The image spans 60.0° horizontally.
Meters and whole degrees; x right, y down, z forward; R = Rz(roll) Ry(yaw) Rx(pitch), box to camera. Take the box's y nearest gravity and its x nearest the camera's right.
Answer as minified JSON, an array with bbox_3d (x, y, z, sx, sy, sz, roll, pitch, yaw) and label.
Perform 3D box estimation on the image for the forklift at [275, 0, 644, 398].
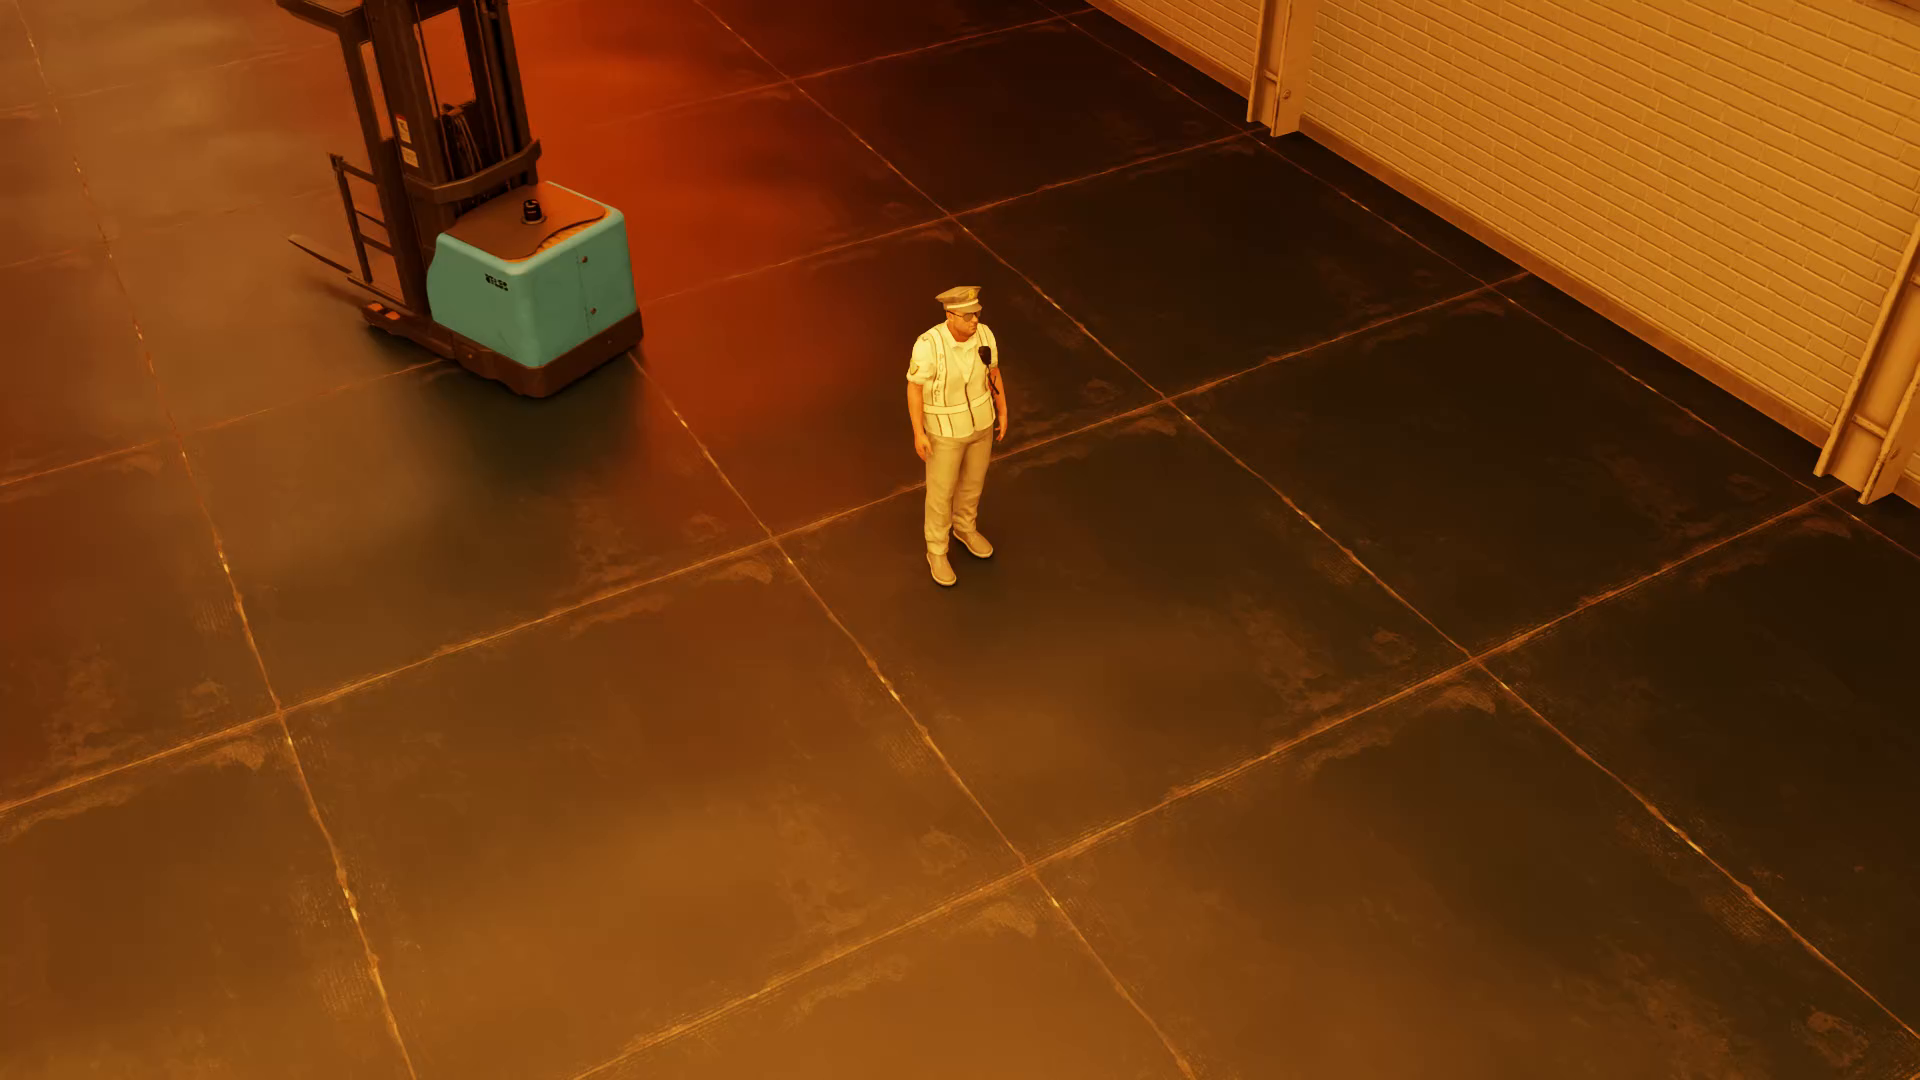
[{"bbox_3d":[-3.763,-2.869,11.495,3.031,2.935,1.130,26,46,28],"label":"forklift"}]

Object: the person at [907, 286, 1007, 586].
[{"bbox_3d":[0.028,-0.645,9.702,0.640,1.781,0.575,-20,44,-23],"label":"person"}]
